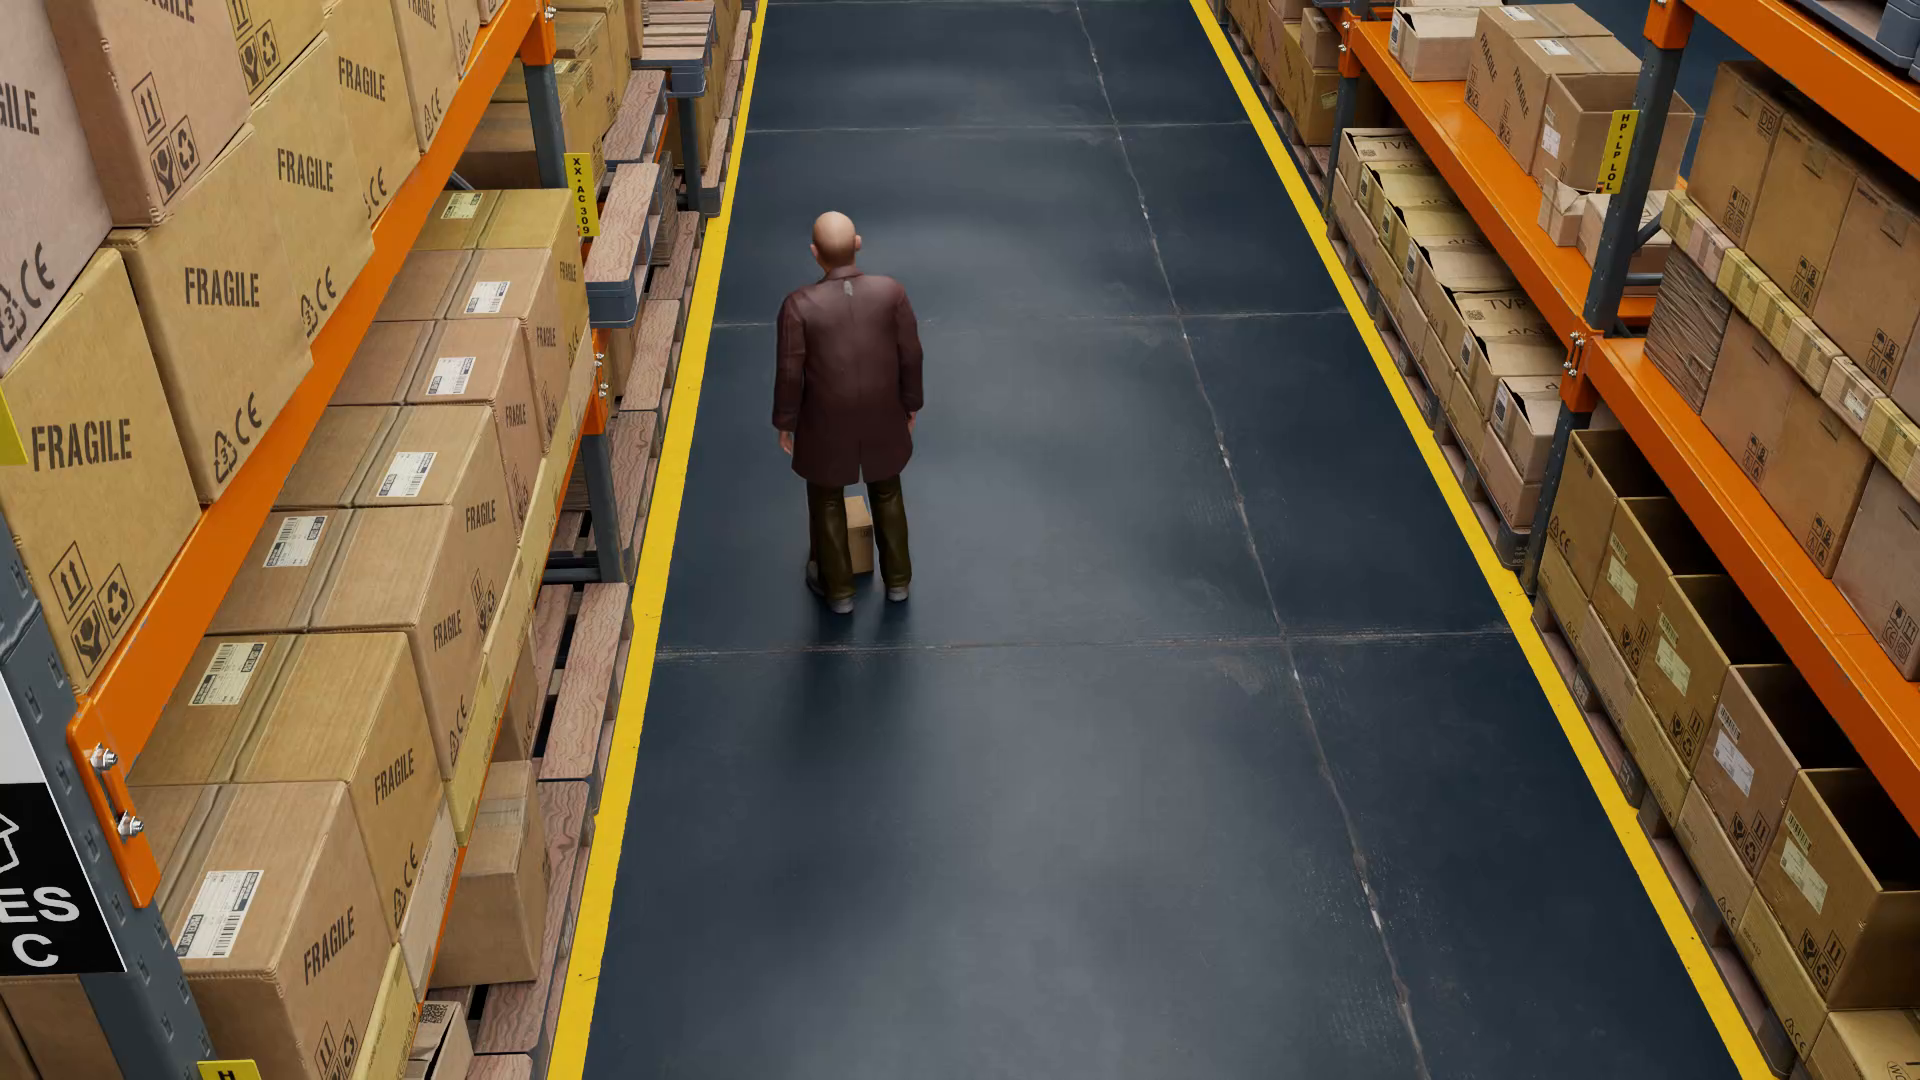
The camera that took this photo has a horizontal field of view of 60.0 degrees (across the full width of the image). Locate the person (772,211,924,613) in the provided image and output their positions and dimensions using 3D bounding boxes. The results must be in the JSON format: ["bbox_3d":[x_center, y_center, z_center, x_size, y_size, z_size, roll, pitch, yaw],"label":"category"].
[{"bbox_3d":[-0.458,-0.508,6.889,0.642,1.774,0.423,-10,36,-14],"label":"person"}]
